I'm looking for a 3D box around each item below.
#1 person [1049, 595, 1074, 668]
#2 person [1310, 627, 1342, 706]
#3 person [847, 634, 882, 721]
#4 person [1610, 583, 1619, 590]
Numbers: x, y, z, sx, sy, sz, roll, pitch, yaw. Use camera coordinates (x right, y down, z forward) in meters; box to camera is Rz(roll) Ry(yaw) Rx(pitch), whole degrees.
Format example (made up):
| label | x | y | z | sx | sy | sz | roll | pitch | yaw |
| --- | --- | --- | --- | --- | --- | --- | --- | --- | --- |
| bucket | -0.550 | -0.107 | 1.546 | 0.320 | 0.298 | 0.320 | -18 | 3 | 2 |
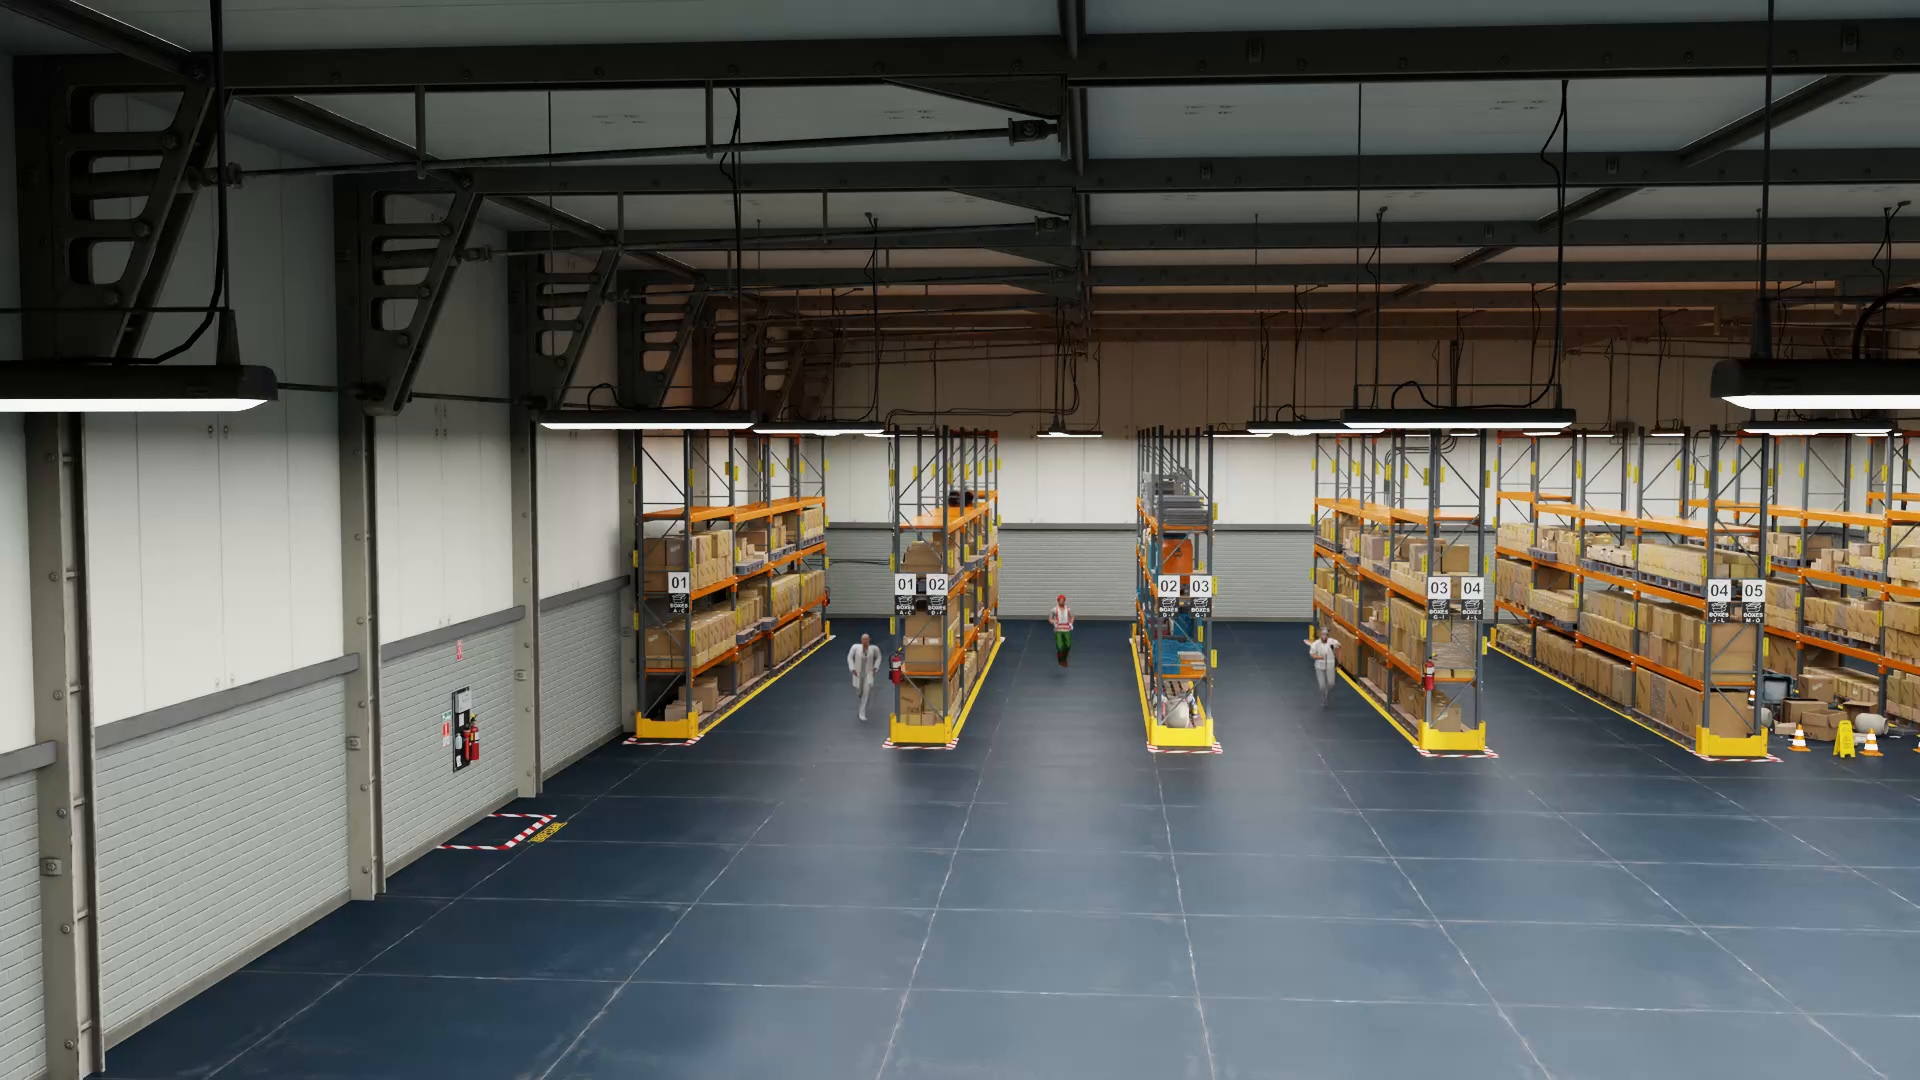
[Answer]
| label | x | y | z | sx | sy | sz | roll | pitch | yaw |
| --- | --- | --- | --- | --- | --- | --- | --- | --- | --- |
| person | 2.470 | 2.210 | 39.964 | 0.643 | 1.772 | 0.575 | 0 | 3 | -5 |
| person | 7.815 | 2.713 | 35.474 | 0.703 | 1.731 | 0.748 | 0 | 3 | 7 |
| person | -1.973 | 2.803 | 34.423 | 0.714 | 1.769 | 1.032 | 0 | 3 | 1 |
| person | 18.713 | 2.004 | 47.584 | 0.922 | 1.696 | 0.614 | -1 | 3 | -9 |
